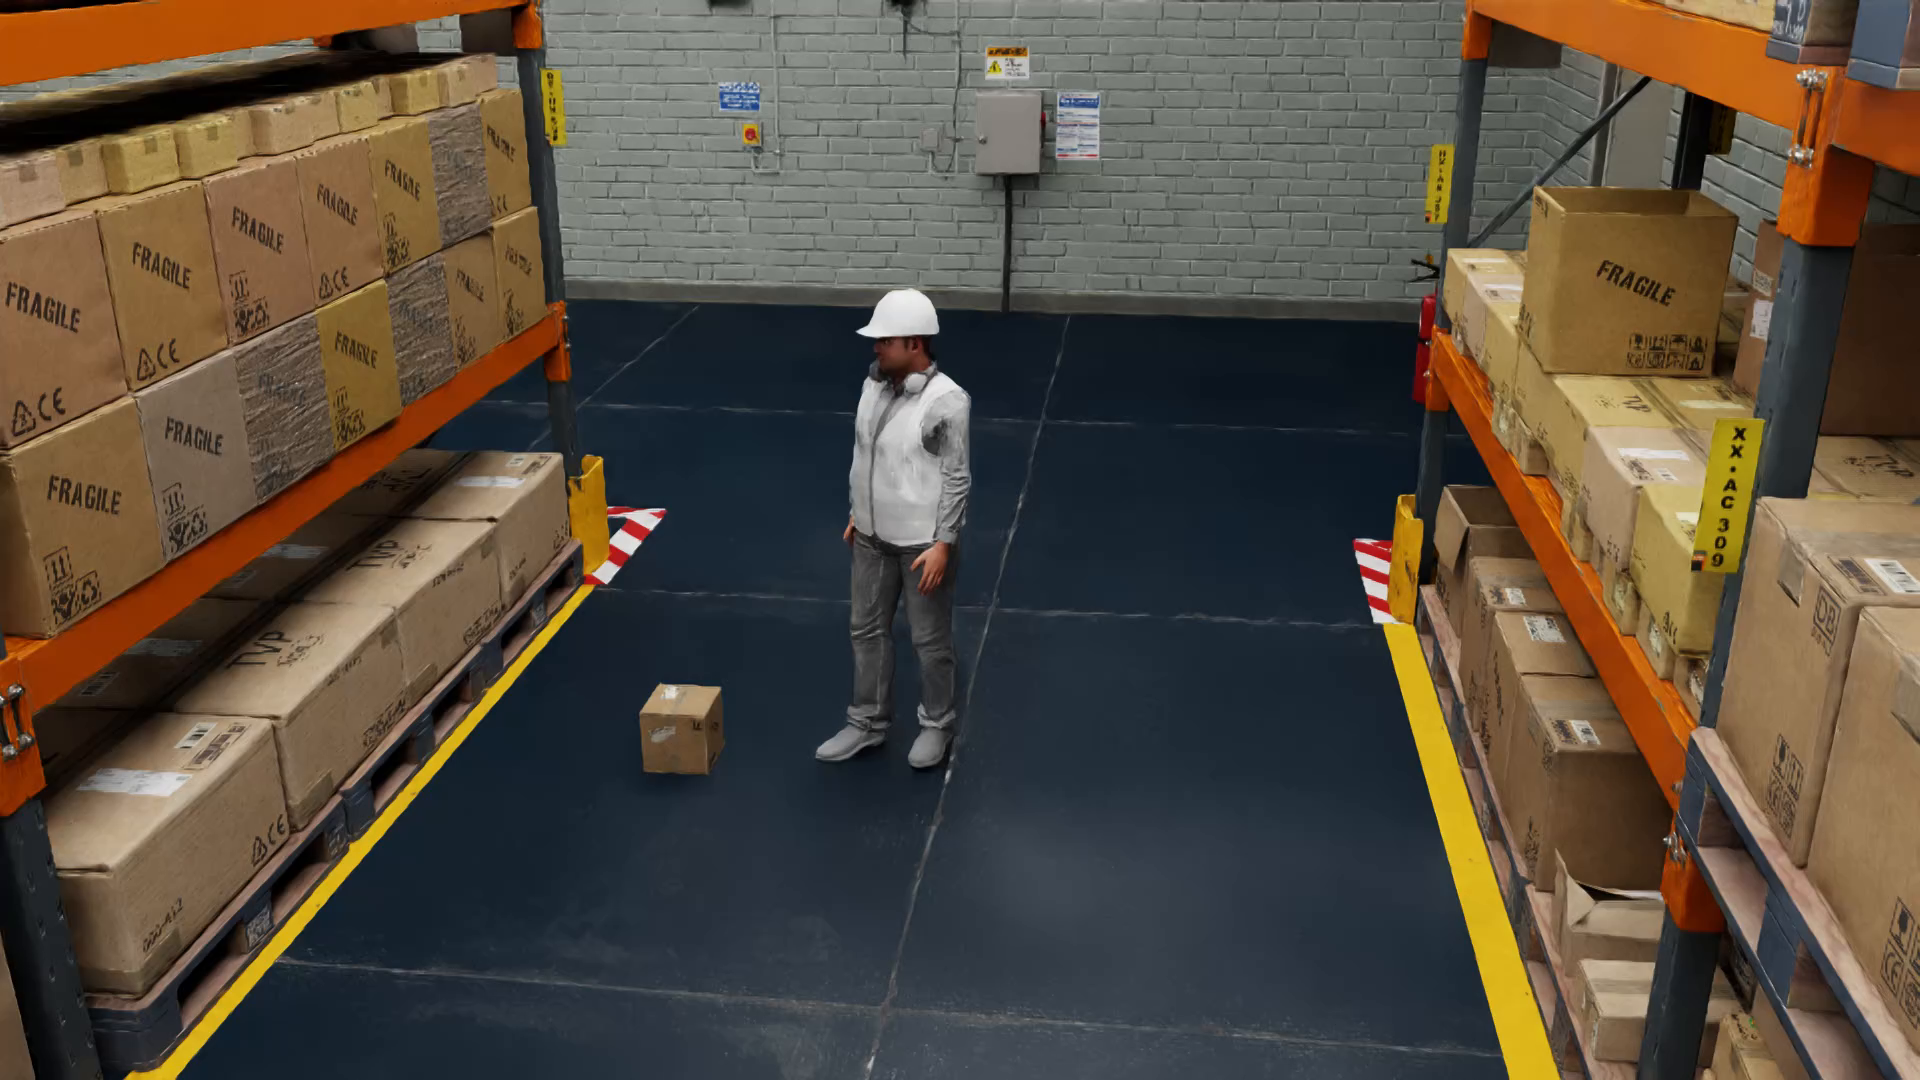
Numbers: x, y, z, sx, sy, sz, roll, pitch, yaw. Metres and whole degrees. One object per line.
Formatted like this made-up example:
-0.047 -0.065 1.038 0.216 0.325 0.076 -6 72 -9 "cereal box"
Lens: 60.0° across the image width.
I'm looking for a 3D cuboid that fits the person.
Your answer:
-0.237 -0.014 6.054 0.566 1.792 0.498 18 27 39 "person"
